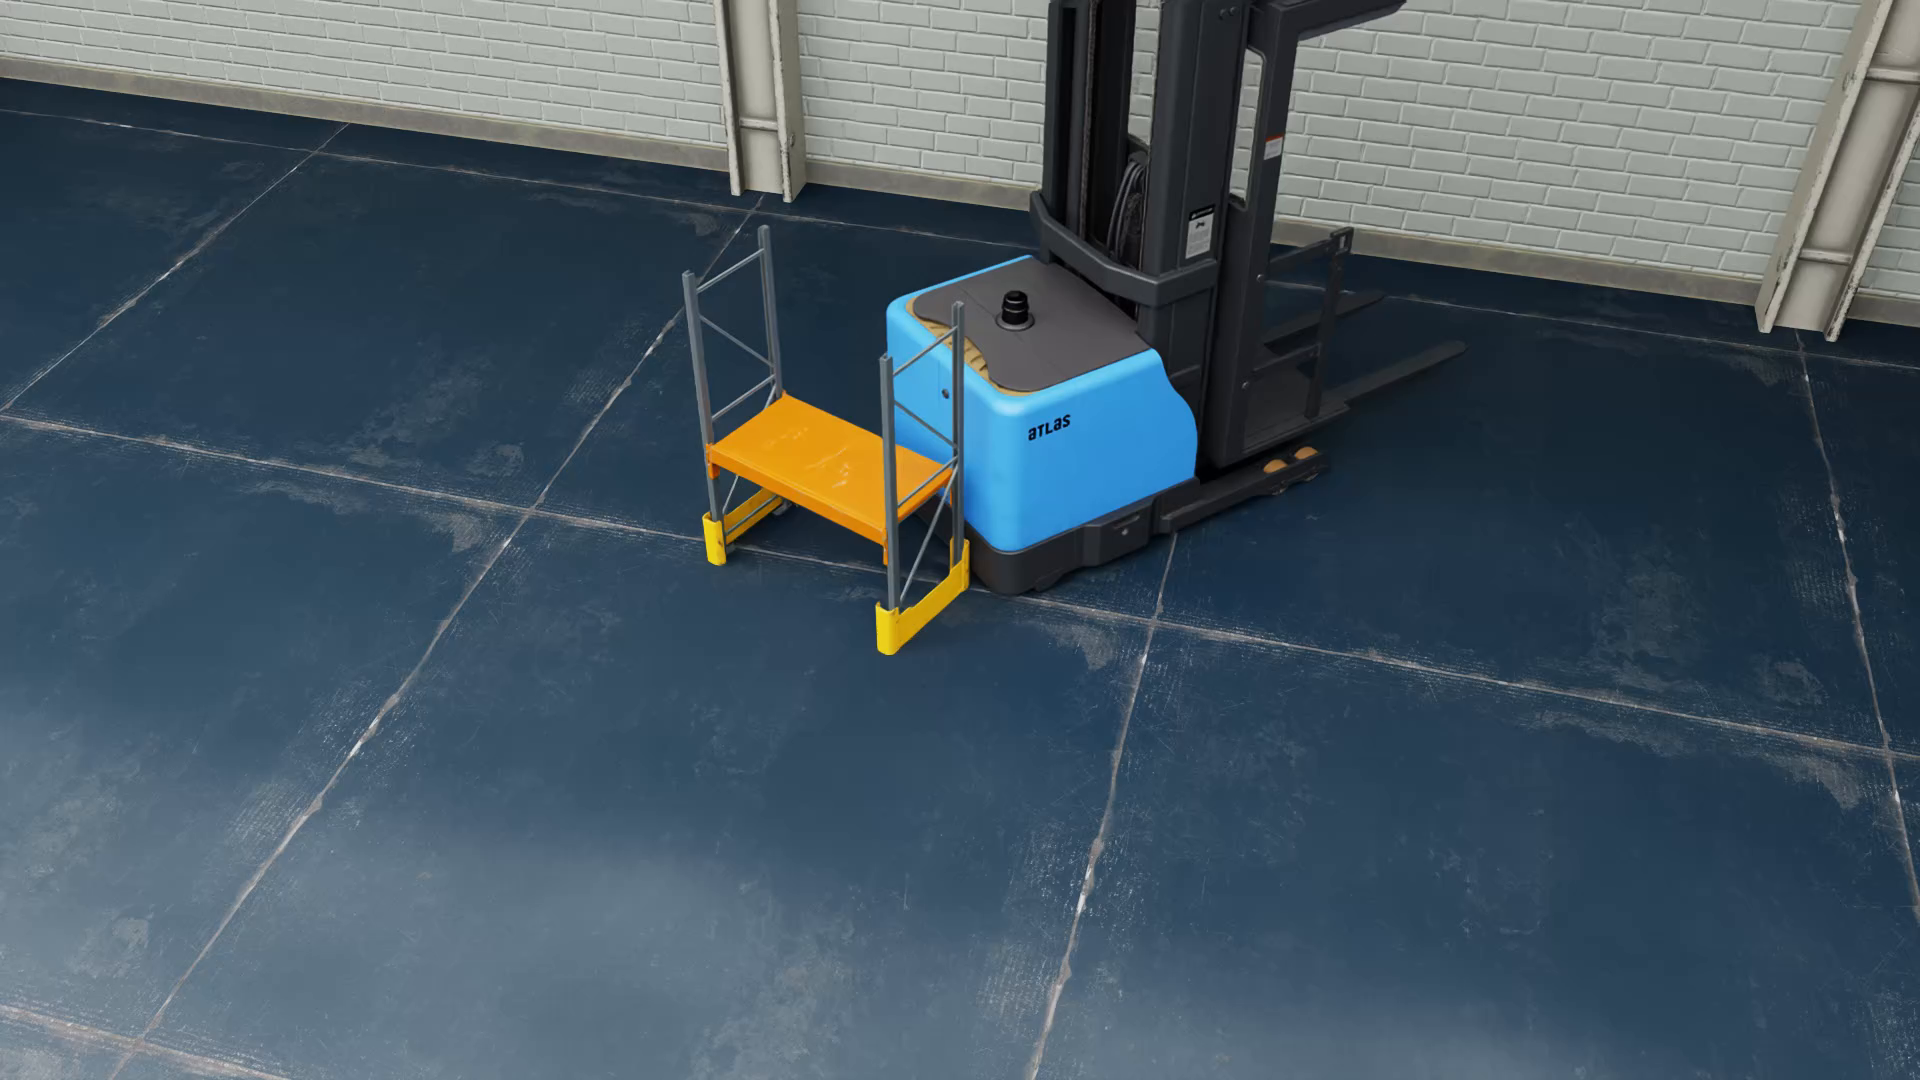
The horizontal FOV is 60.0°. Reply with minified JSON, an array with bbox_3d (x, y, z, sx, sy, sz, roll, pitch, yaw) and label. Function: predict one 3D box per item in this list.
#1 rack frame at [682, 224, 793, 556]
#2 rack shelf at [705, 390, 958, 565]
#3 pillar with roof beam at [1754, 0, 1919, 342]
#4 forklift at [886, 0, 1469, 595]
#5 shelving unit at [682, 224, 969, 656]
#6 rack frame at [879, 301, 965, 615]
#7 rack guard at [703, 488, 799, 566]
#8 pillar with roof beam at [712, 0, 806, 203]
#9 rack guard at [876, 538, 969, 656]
[{"bbox_3d":[-0.960,-0.619,7.321,0.032,1.500,0.500,25,46,27],"label":"rack frame"},{"bbox_3d":[-0.551,-0.288,7.206,1.000,0.185,0.538,25,46,27],"label":"rack shelf"},{"bbox_3d":[3.498,-1.976,3.105,0.400,9.000,9.100,10,41,11],"label":"pillar with roof beam"},{"bbox_3d":[1.177,-1.607,7.384,3.031,2.935,1.130,-22,45,-24],"label":"forklift"},{"bbox_3d":[-0.558,-0.429,7.094,1.083,1.500,0.587,25,46,27],"label":"shelving unit"},{"bbox_3d":[-0.142,-0.231,6.859,0.032,1.500,0.500,25,46,27],"label":"rack frame"},{"bbox_3d":[-0.959,-0.140,7.723,0.087,0.250,0.587,25,46,27],"label":"rack guard"},{"bbox_3d":[-2.298,-2.973,4.293,0.400,9.000,9.100,10,41,11],"label":"pillar with roof beam"},{"bbox_3d":[-0.158,0.240,7.270,0.087,0.250,0.587,25,46,27],"label":"rack guard"}]
